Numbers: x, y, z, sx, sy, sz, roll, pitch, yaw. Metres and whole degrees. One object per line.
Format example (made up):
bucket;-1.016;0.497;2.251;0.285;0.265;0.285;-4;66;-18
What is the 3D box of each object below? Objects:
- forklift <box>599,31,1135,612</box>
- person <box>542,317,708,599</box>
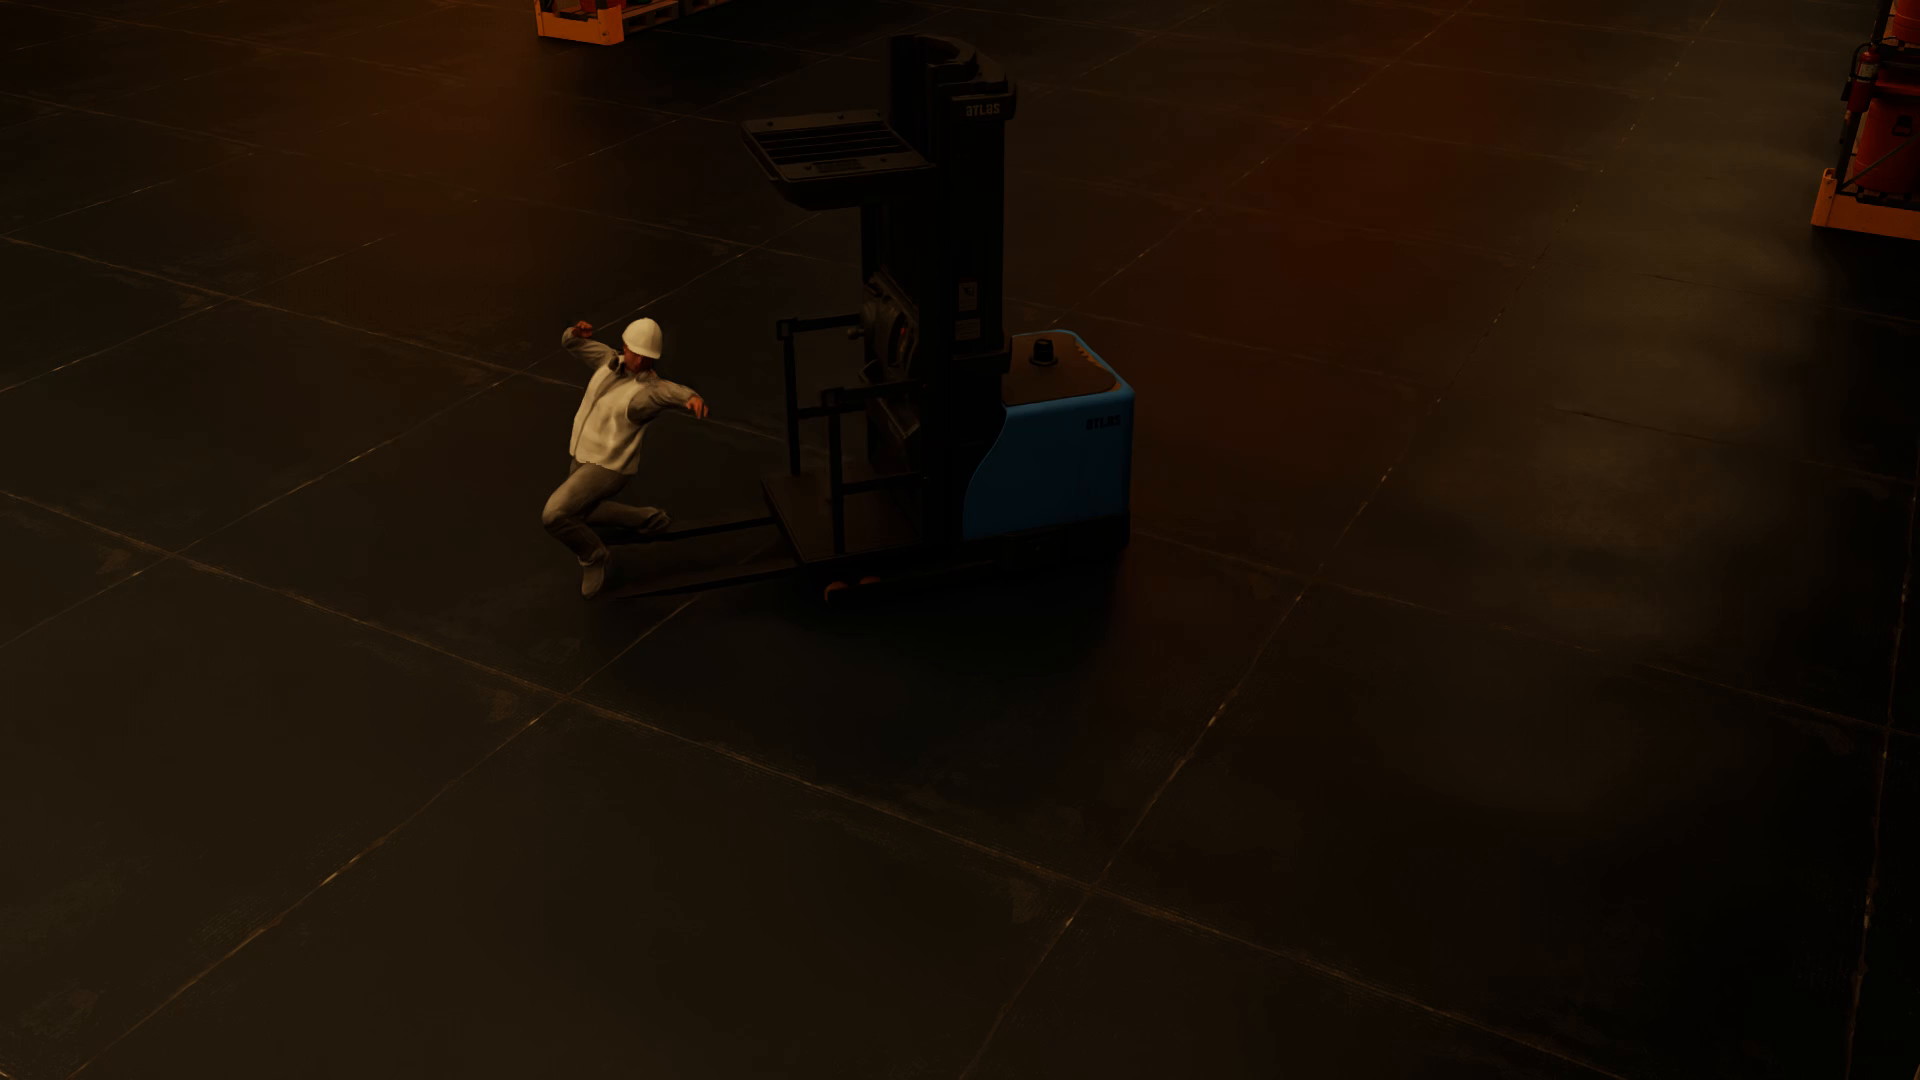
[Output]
forklift;-0.576;-1.167;9.092;3.031;2.935;1.130;-10;31;-16
person;-1.866;-0.398;9.023;0.841;1.575;1.078;-19;35;-29
